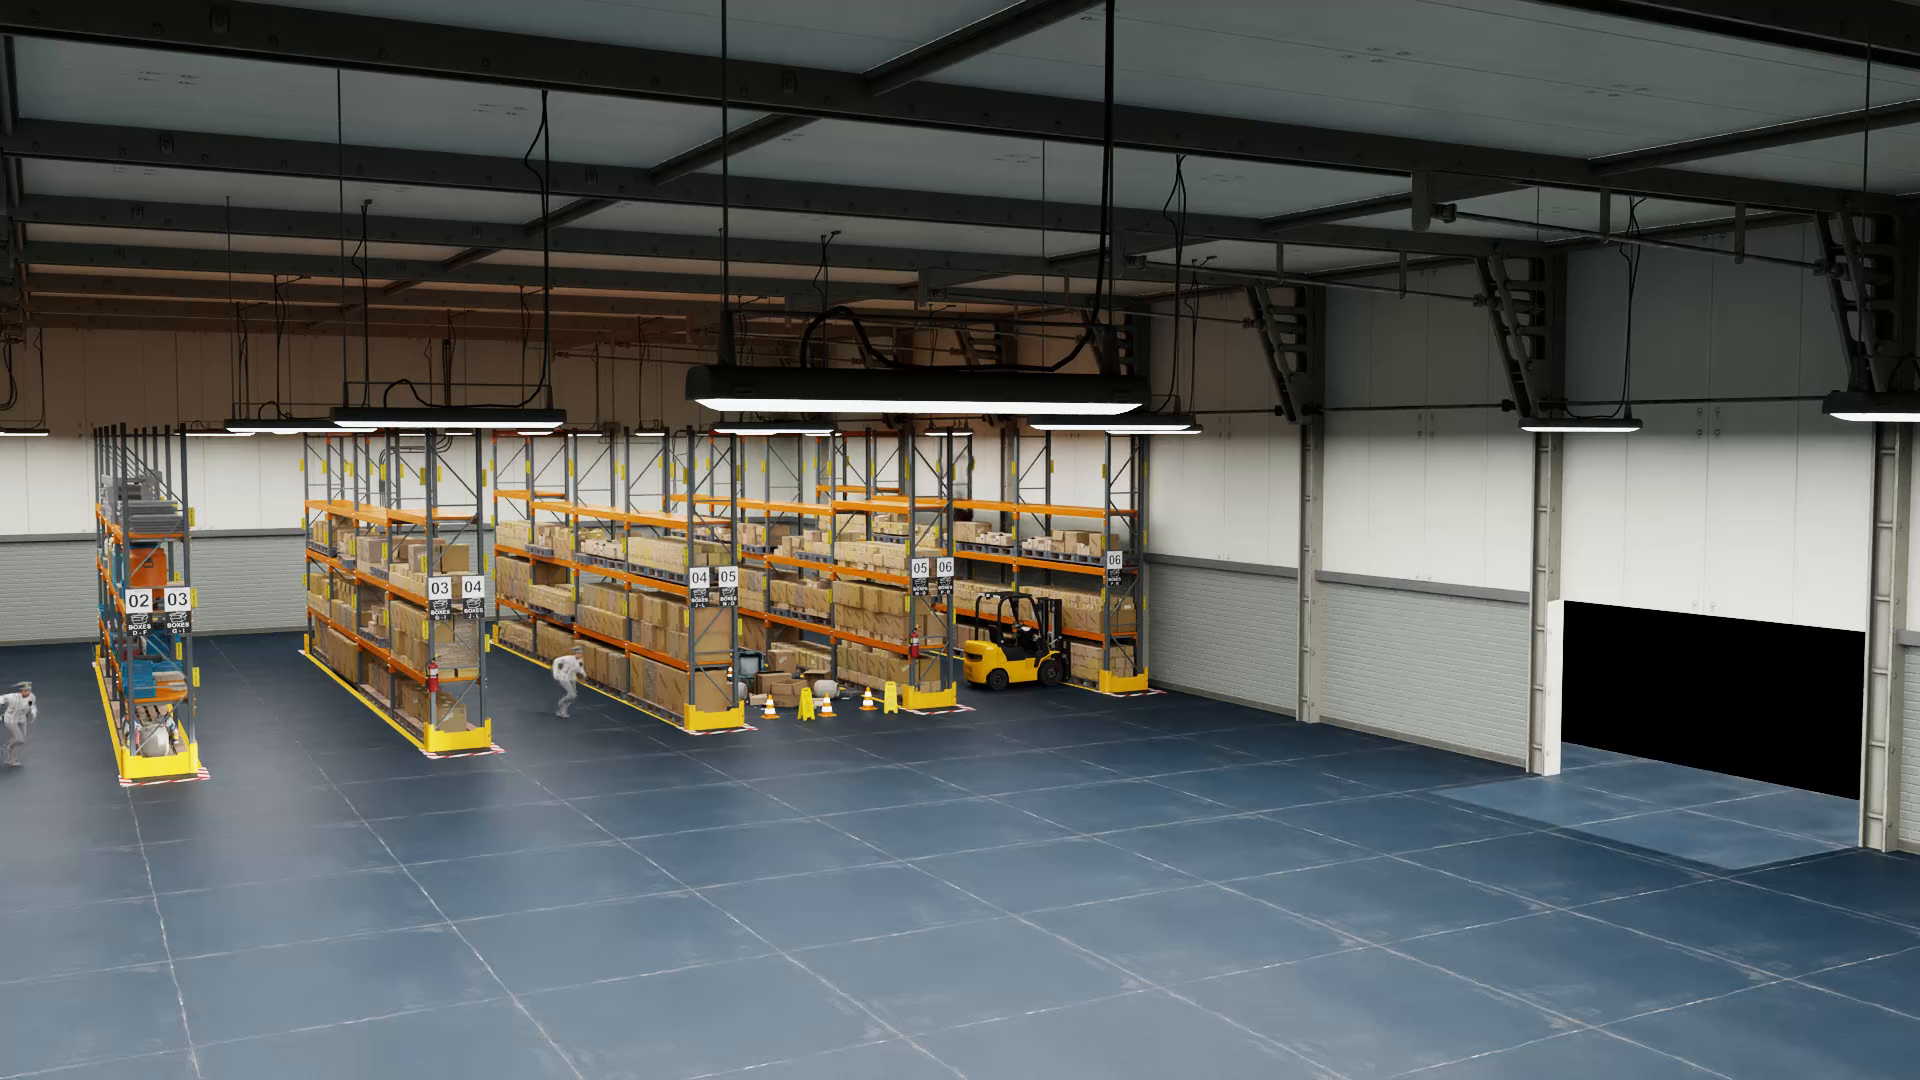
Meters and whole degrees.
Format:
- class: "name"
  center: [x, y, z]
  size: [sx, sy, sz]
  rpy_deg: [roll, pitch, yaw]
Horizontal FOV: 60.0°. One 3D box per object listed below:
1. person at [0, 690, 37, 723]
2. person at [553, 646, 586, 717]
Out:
- class: "person"
  center: [-16.409, 2.844, 28.967]
  size: [0.656, 0.724, 0.645]
  rpy_deg: [2, 4, 31]
- class: "person"
  center: [-8.018, 2.913, 34.081]
  size: [0.815, 1.497, 0.645]
  rpy_deg: [2, 4, 34]
